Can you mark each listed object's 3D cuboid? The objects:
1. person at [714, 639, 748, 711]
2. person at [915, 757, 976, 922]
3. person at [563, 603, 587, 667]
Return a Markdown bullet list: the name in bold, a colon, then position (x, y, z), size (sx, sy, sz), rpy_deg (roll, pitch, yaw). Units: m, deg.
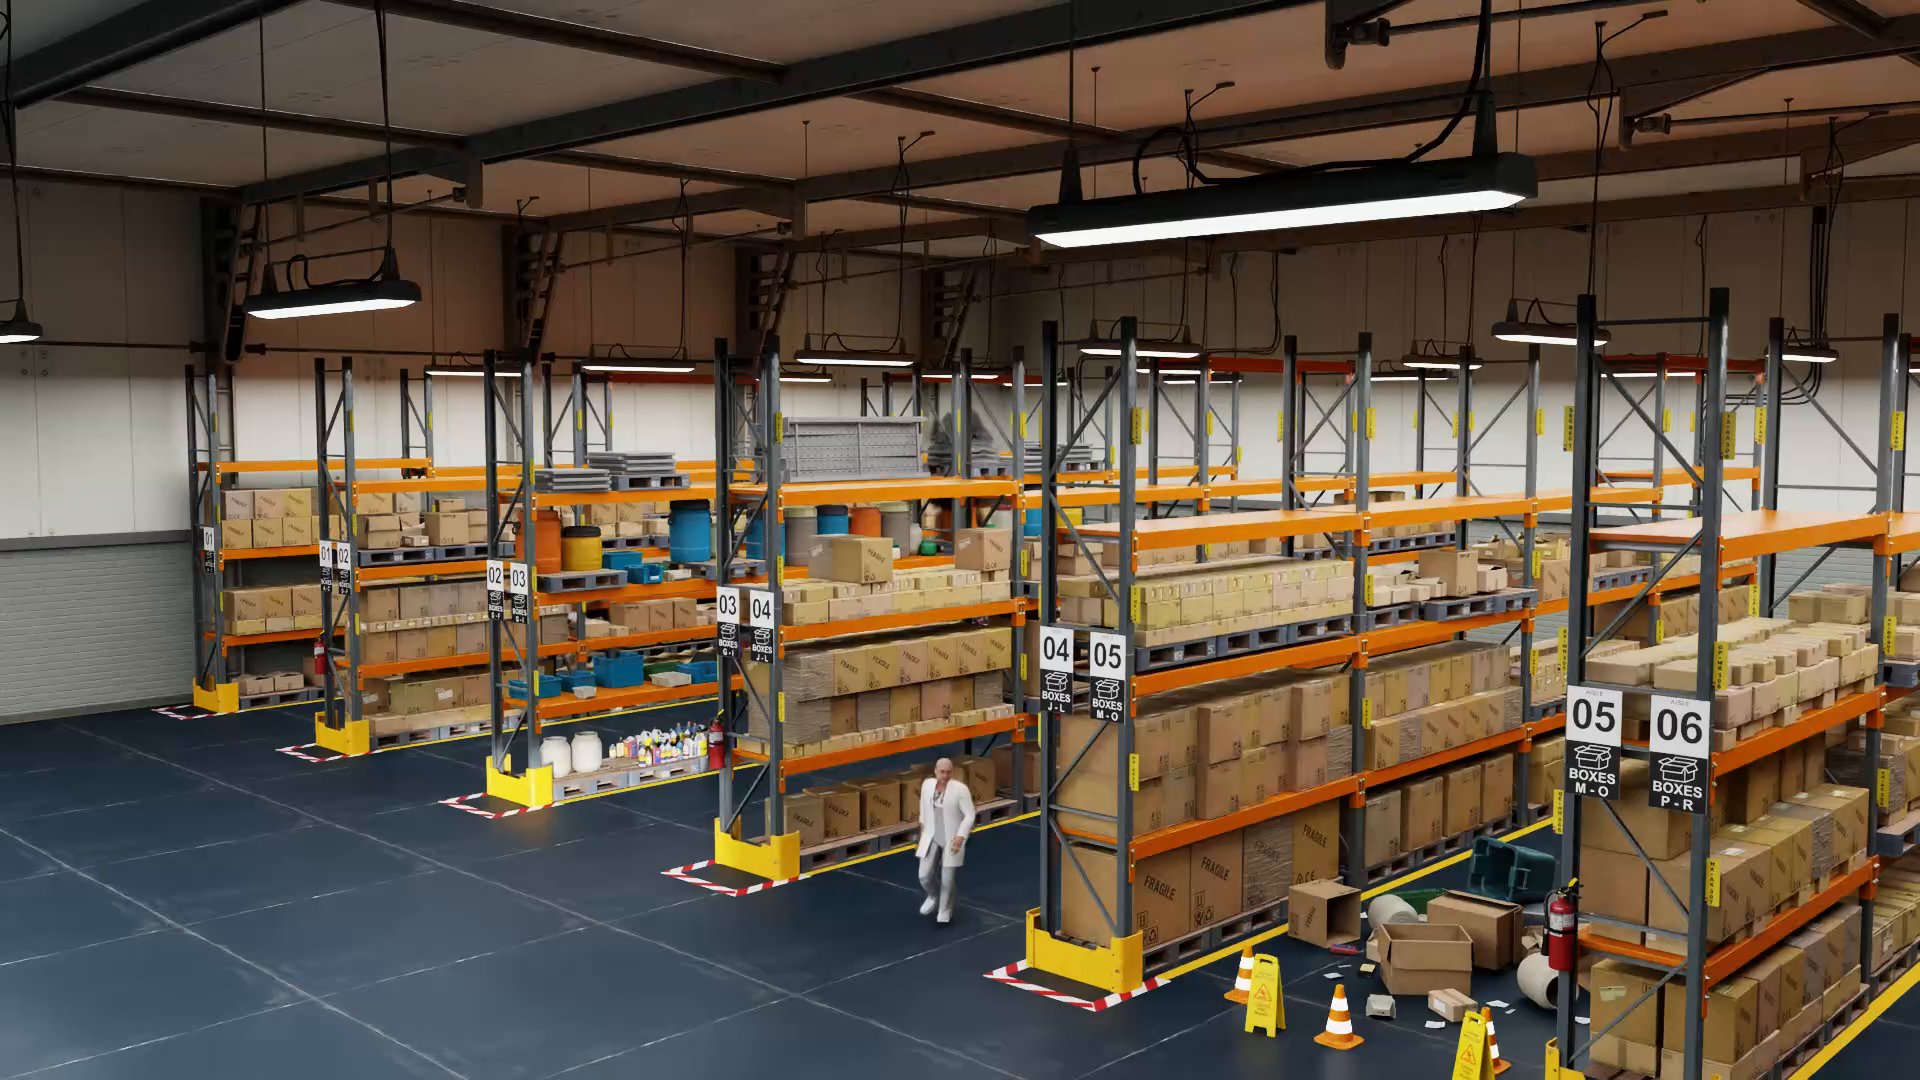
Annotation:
- **person**: position (-3.909, 2.210, 28.562), size (0.628, 1.600, 0.775), rpy_deg (0, 4, -5)
- **person**: position (-0.171, 3.014, 16.644), size (0.710, 1.721, 0.813), rpy_deg (1, 5, 16)
- **person**: position (-7.204, 1.941, 30.860), size (0.667, 1.751, 1.001), rpy_deg (3, 5, 35)
